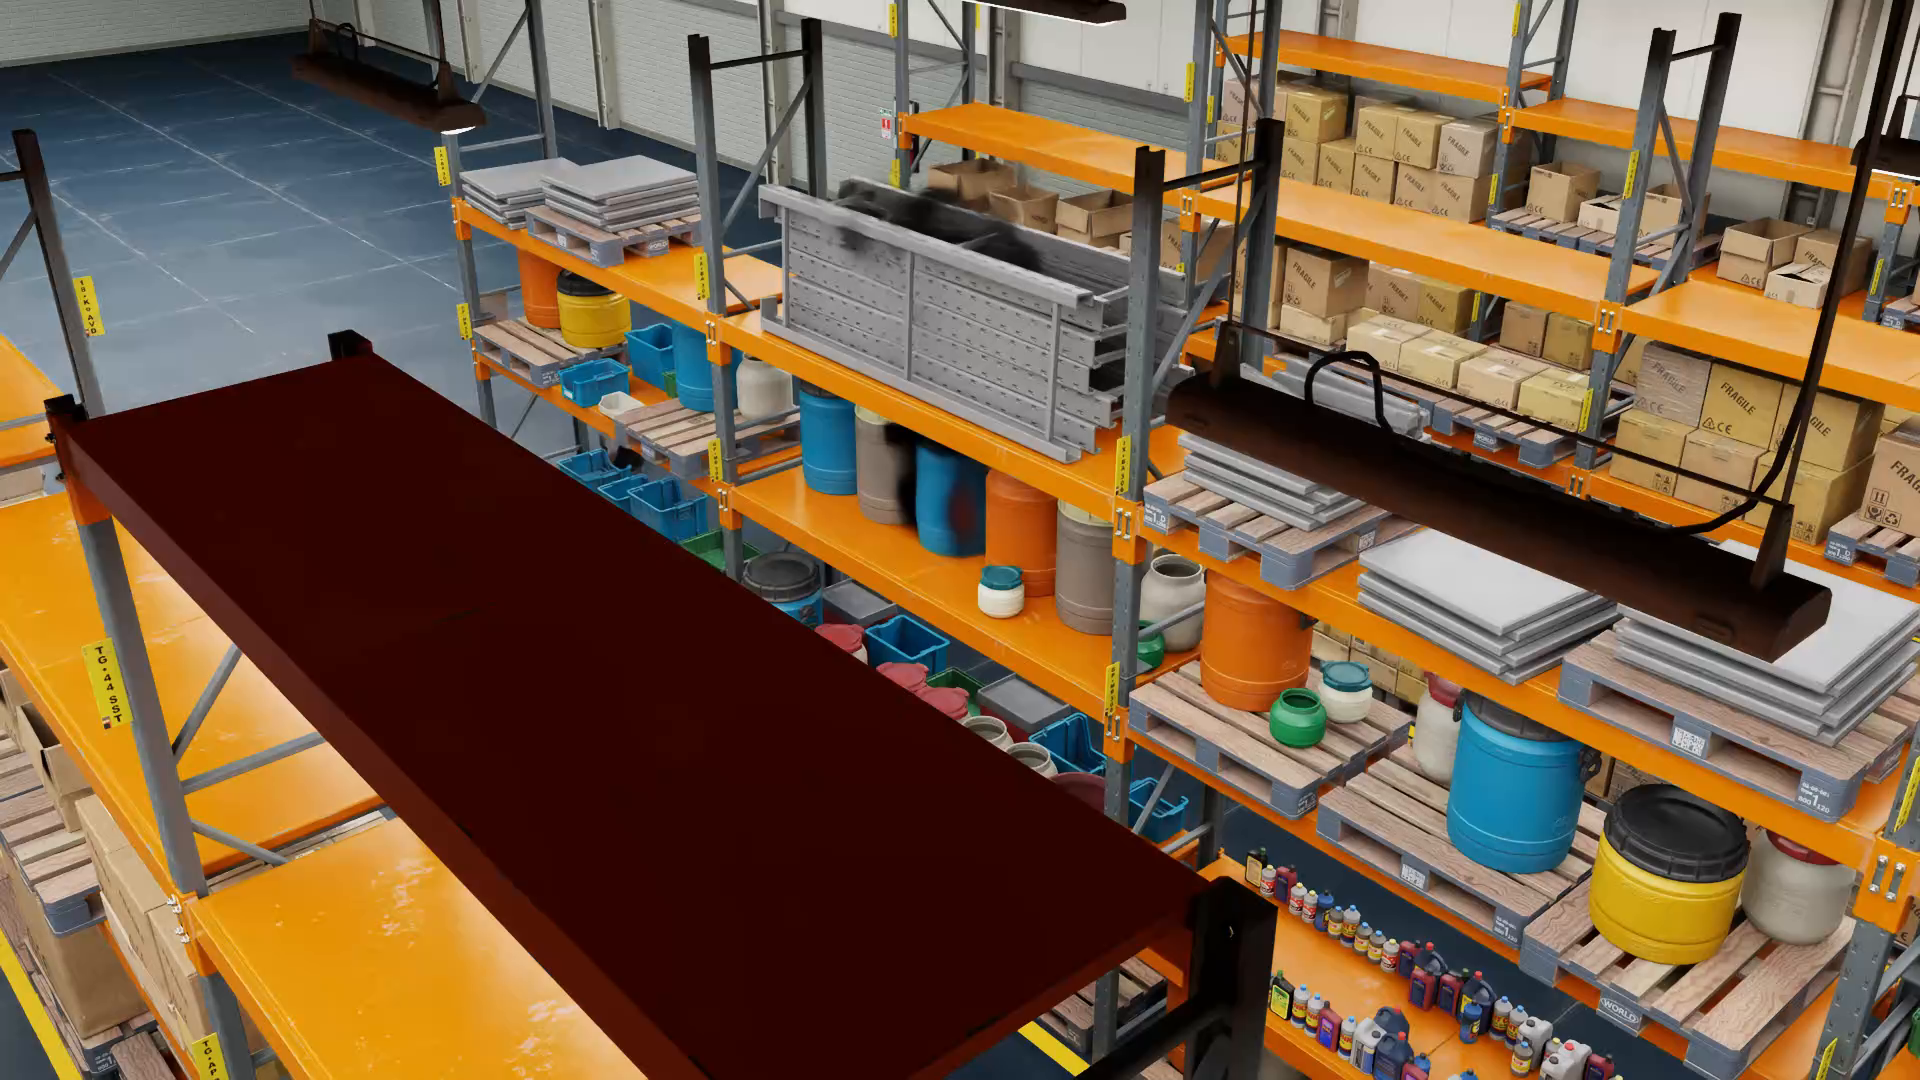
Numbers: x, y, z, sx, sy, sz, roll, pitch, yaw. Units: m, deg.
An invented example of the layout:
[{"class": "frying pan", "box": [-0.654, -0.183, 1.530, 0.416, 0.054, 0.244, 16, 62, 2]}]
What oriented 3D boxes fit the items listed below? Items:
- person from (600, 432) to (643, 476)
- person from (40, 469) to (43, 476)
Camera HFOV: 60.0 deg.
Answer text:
[{"class": "person", "box": [-3.385, -0.722, 17.032, 0.678, 1.640, 0.714, 13, 30, 23]}, {"class": "person", "box": [-9.193, -0.276, 16.358, 0.550, 1.628, 0.615, -6, 27, -11]}]
